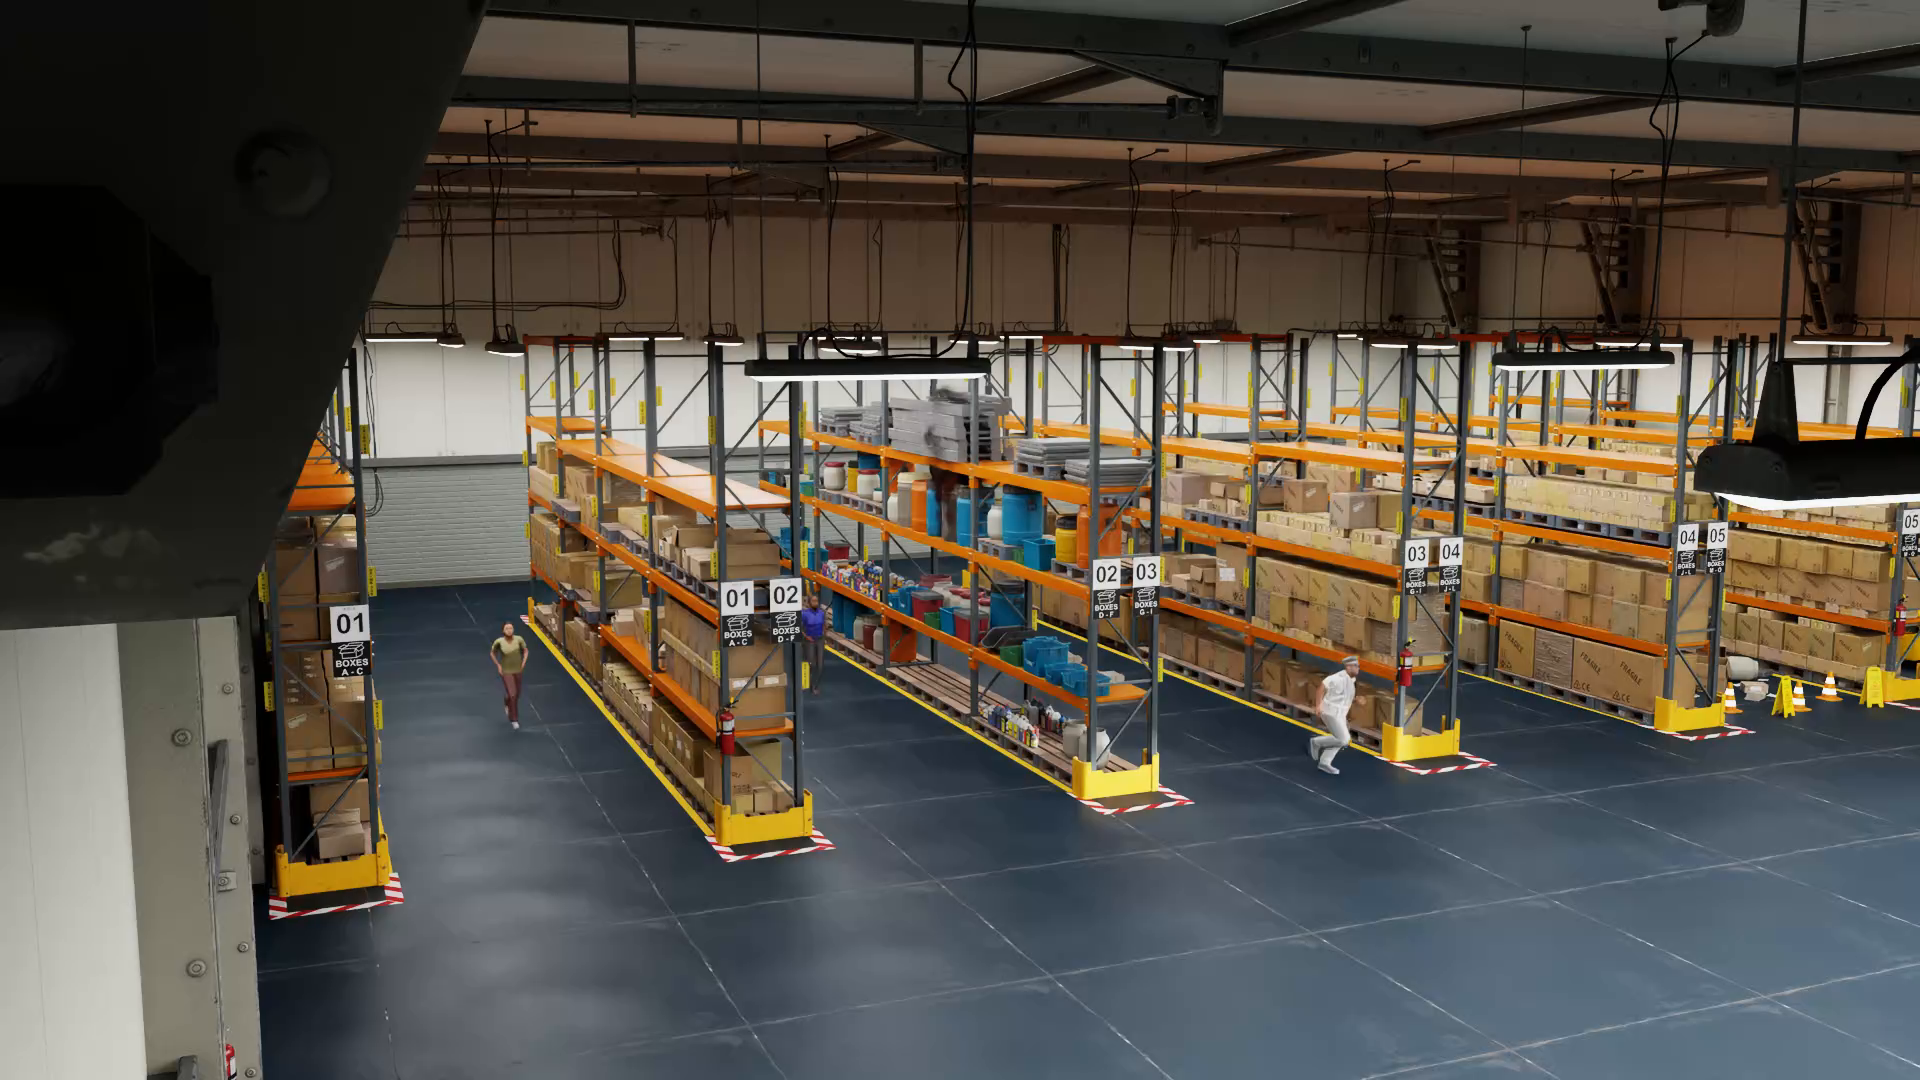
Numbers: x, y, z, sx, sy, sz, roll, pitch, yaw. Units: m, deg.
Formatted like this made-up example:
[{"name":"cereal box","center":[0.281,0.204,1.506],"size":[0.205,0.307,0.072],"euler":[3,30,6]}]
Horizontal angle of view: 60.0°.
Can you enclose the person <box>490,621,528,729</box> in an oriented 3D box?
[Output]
[{"name":"person","center":[-7.042,2.072,26.008],"size":[0.576,1.678,0.765],"euler":[-4,9,-28]}]

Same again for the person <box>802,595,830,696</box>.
[{"name":"person","center":[-2.363,1.680,26.811],"size":[0.563,1.621,0.534],"euler":[-5,9,-32]}]

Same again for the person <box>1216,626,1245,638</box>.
[{"name":"person","center":[5.268,1.273,31.902],"size":[0.609,1.674,0.844],"euler":[-4,9,-27]}]

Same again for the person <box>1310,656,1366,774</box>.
[{"name":"person","center":[5.286,2.426,23.228],"size":[0.748,1.701,0.652],"euler":[4,9,30]}]
